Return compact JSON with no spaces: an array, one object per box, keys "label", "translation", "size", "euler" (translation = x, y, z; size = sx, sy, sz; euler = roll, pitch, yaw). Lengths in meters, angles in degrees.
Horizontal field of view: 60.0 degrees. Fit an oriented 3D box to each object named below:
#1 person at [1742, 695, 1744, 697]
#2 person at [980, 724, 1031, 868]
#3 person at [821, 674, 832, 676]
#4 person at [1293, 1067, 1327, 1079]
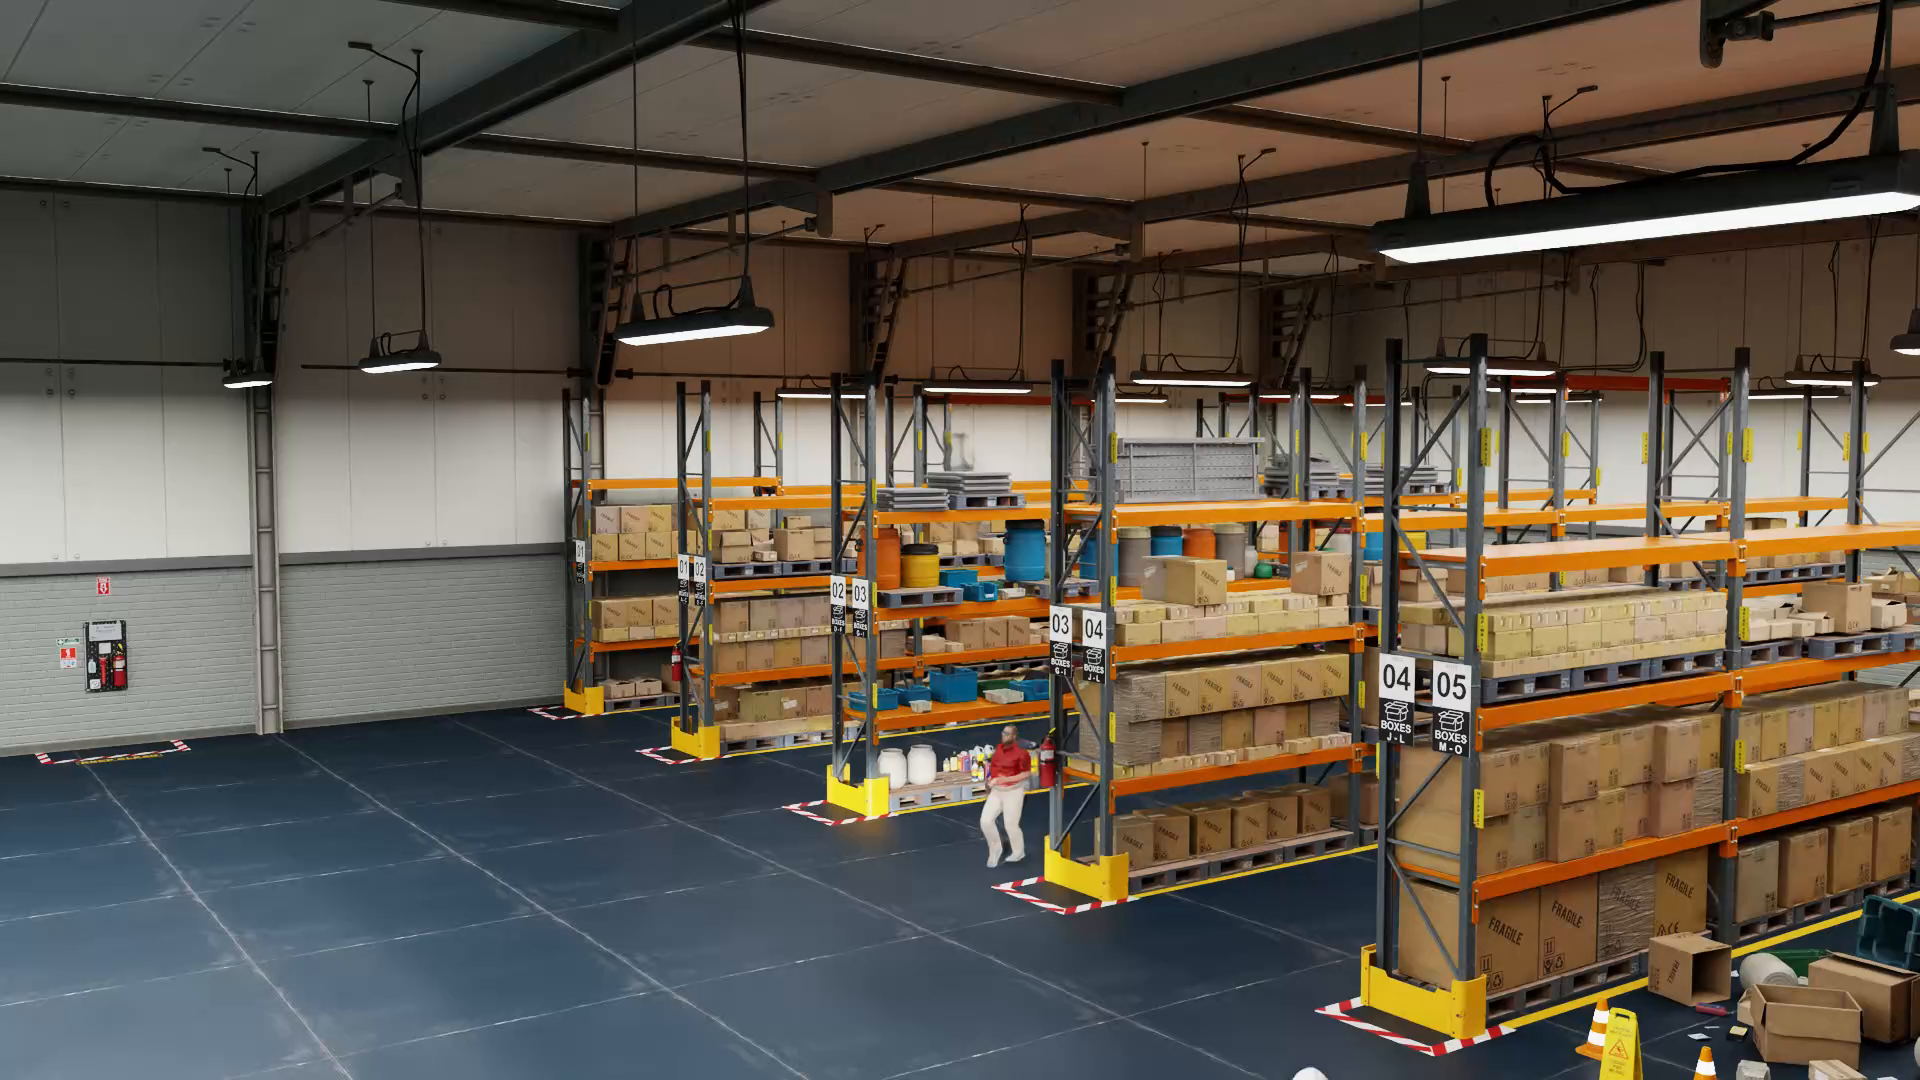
[{"label":"person","translation":[10.220,2.872,22.011],"size":[0.896,1.748,0.668],"euler":[-3,5,-43]},{"label":"person","translation":[0.557,3.064,19.826],"size":[0.648,1.753,0.685],"euler":[3,5,39]},{"label":"person","translation":[-2.429,2.352,30.155],"size":[0.853,1.823,0.654],"euler":[-3,5,-36]},{"label":"person","translation":[1.851,3.677,8.804],"size":[0.681,1.775,0.982],"euler":[0,4,4]}]
